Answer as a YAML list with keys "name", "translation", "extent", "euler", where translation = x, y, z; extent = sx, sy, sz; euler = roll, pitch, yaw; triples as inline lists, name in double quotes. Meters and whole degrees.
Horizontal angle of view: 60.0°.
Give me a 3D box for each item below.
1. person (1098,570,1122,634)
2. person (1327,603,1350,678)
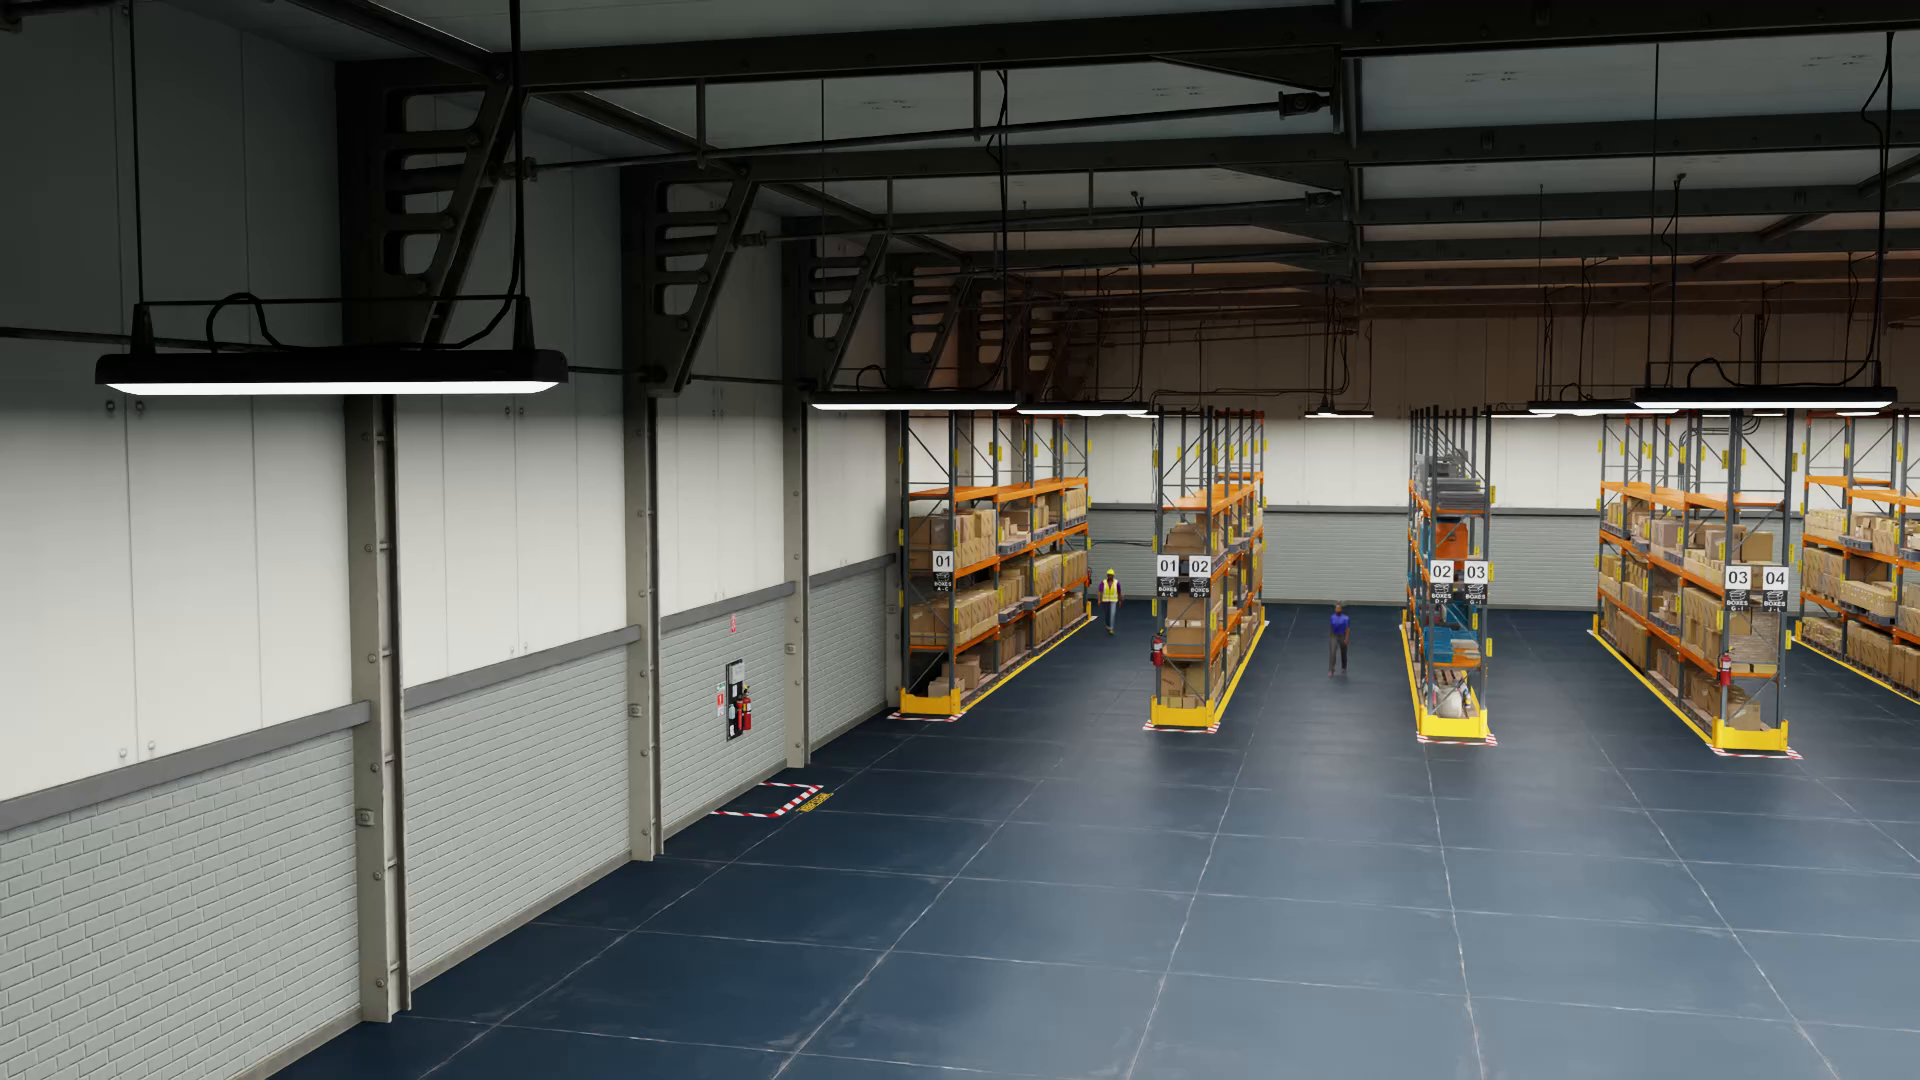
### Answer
- name: "person"
  translation: [4.029, 1.652, 44.751]
  extent: [0.630, 1.714, 1.093]
  euler: [1, 4, 10]
- name: "person"
  translation: [8.497, 2.228, 37.234]
  extent: [0.458, 1.615, 0.979]
  euler: [2, 4, 23]
